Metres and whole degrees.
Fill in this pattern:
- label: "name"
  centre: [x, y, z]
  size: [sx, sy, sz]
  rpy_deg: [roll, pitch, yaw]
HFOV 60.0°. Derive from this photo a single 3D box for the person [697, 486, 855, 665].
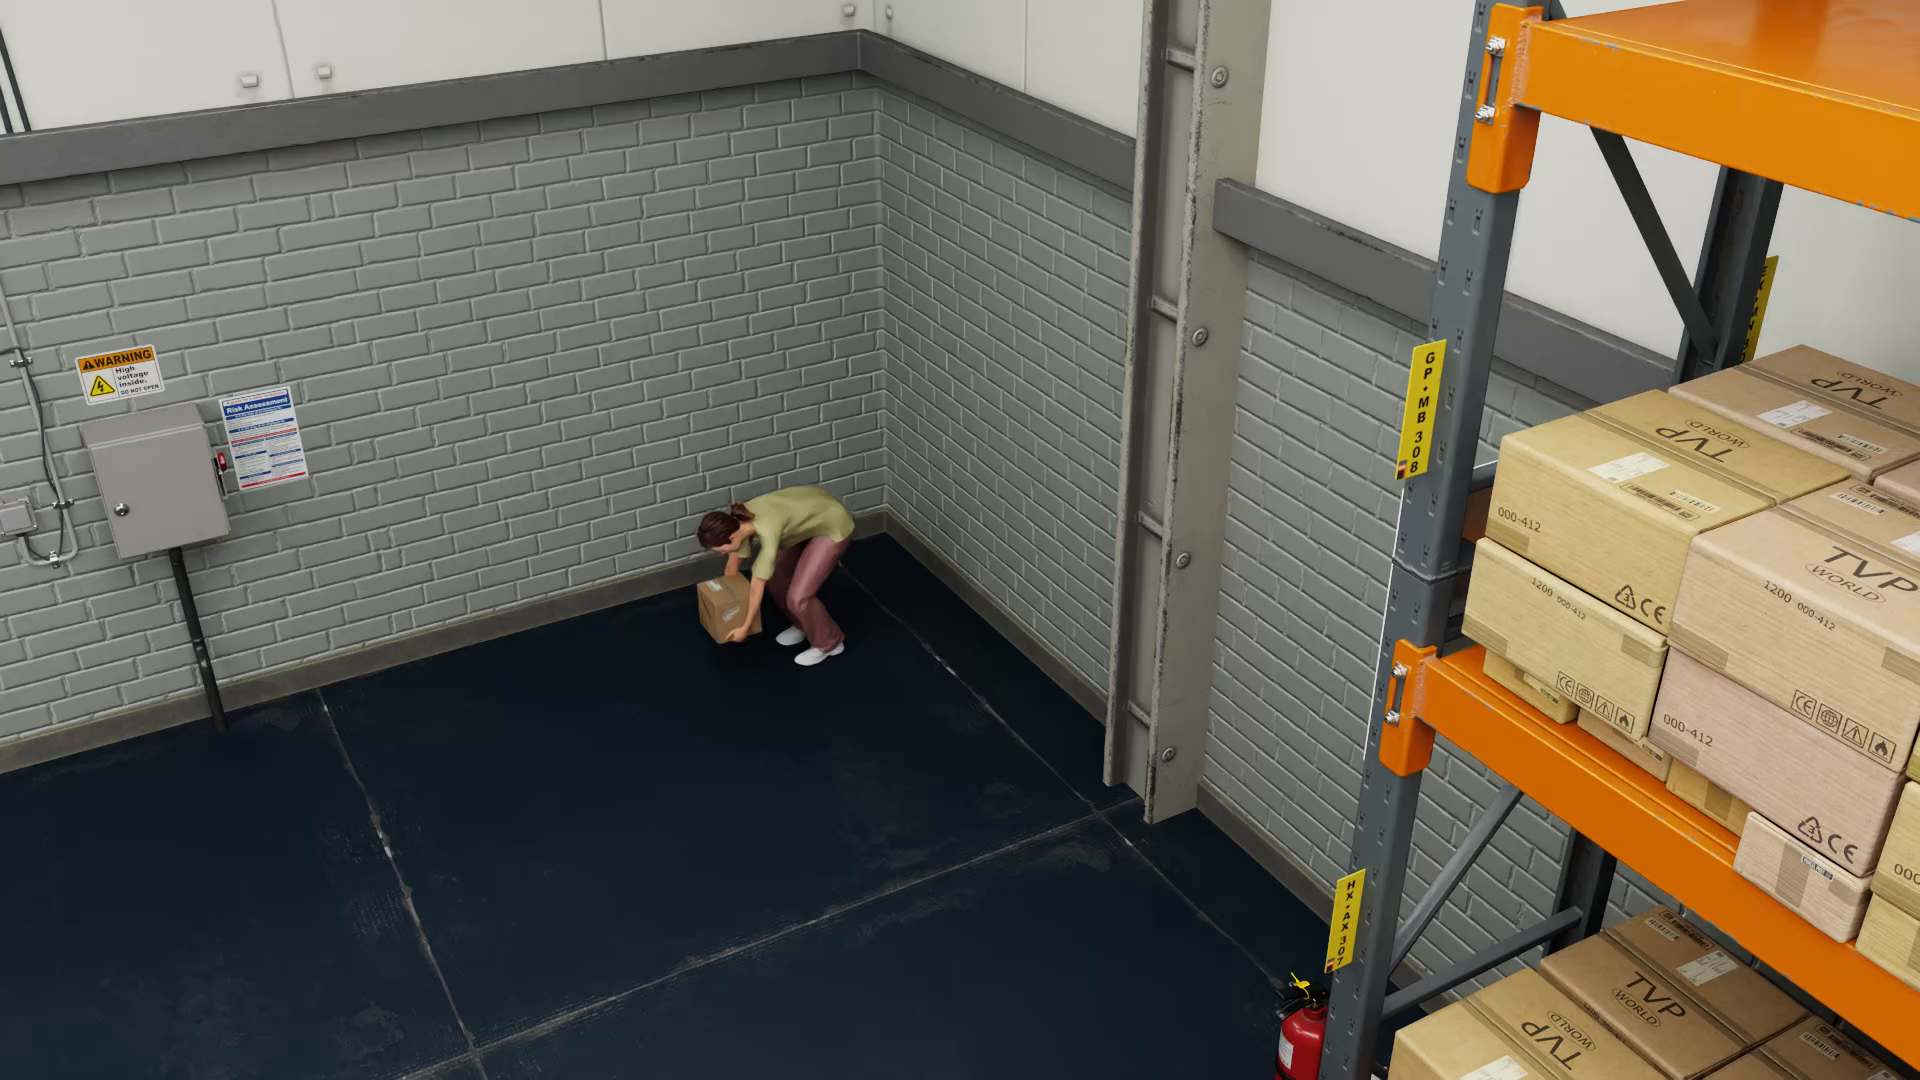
- label: "person"
  centre: [-0.972, 0.193, 8.874]
  size: [0.868, 1.031, 0.466]
  rpy_deg: [-18, 34, -29]
